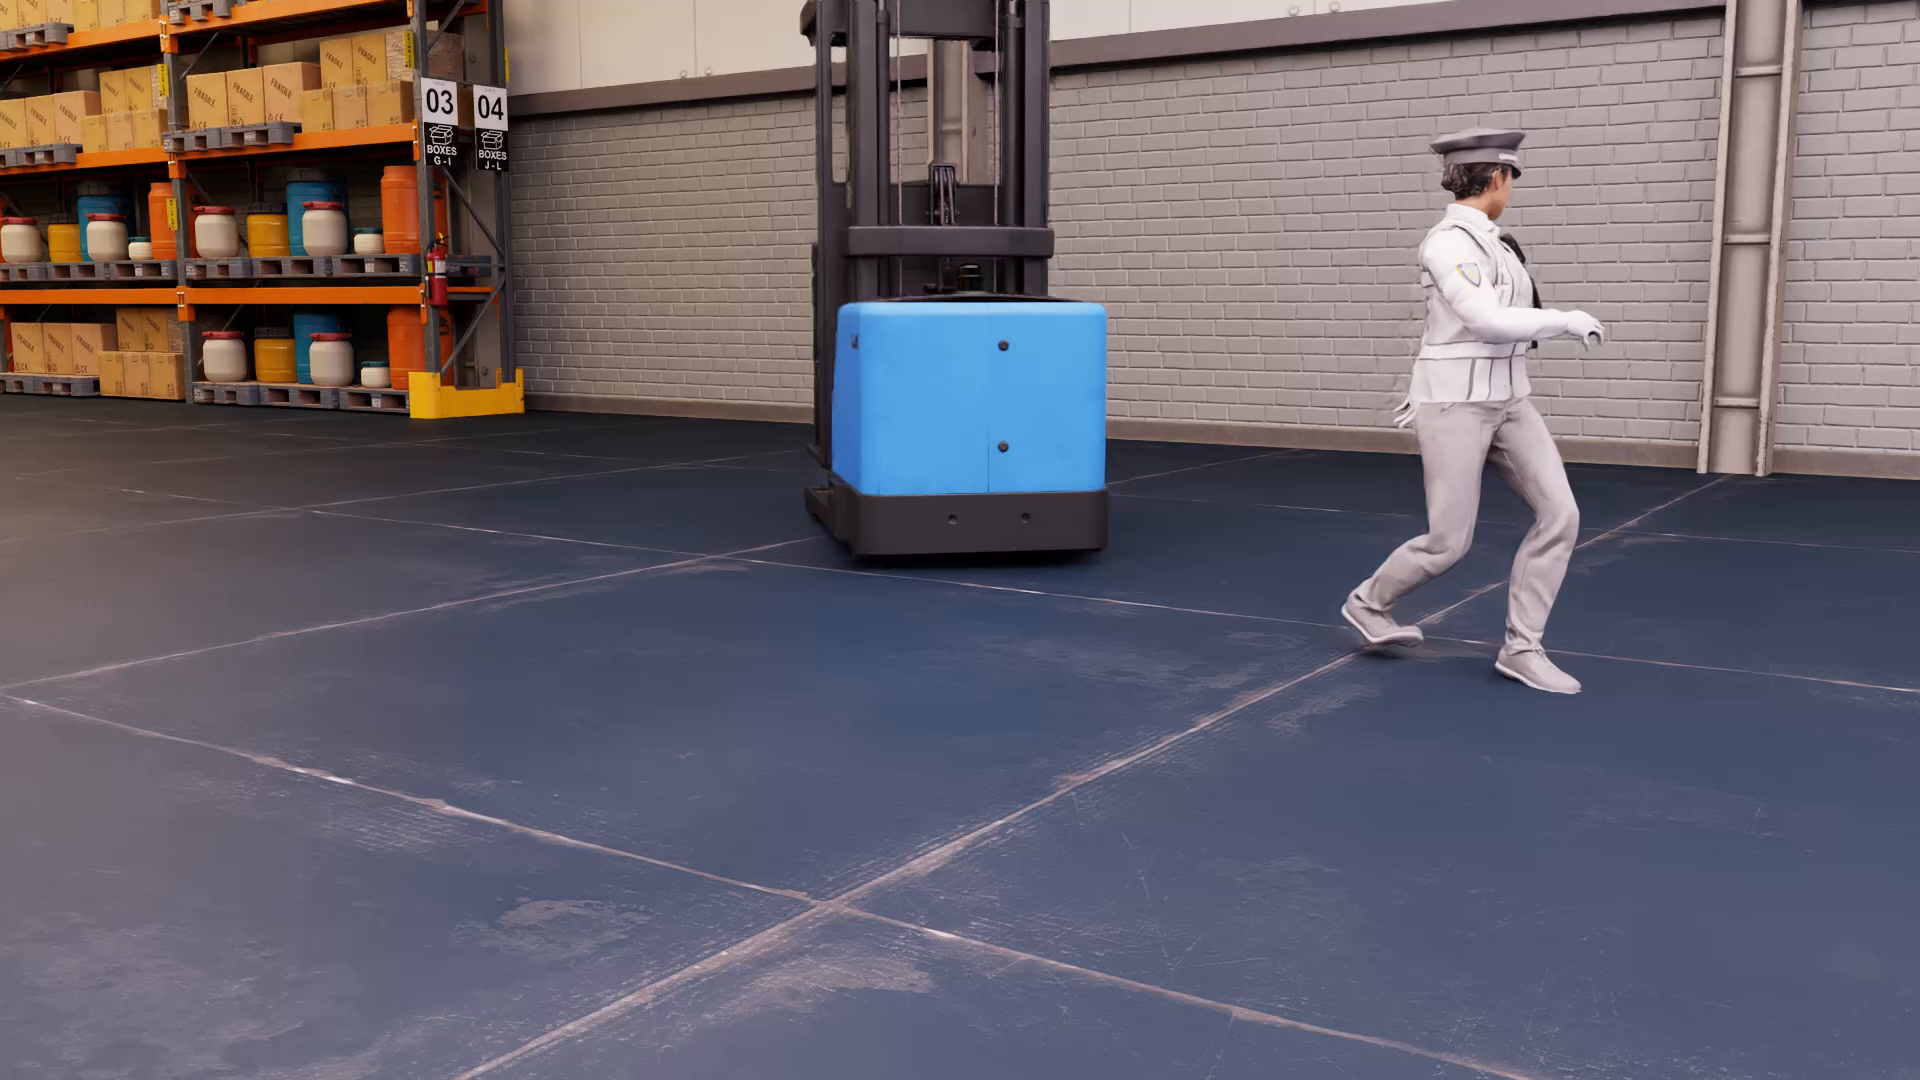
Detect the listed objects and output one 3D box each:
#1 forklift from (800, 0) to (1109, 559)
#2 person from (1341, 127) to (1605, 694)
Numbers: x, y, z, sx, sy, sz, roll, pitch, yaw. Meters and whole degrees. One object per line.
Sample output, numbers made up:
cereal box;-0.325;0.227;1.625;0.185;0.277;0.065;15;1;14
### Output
forklift;-0.173;-1.540;8.021;1.130;2.935;3.031;-2;8;-11
person;1.504;-0.391;4.854;0.531;1.586;0.810;-7;11;-40
